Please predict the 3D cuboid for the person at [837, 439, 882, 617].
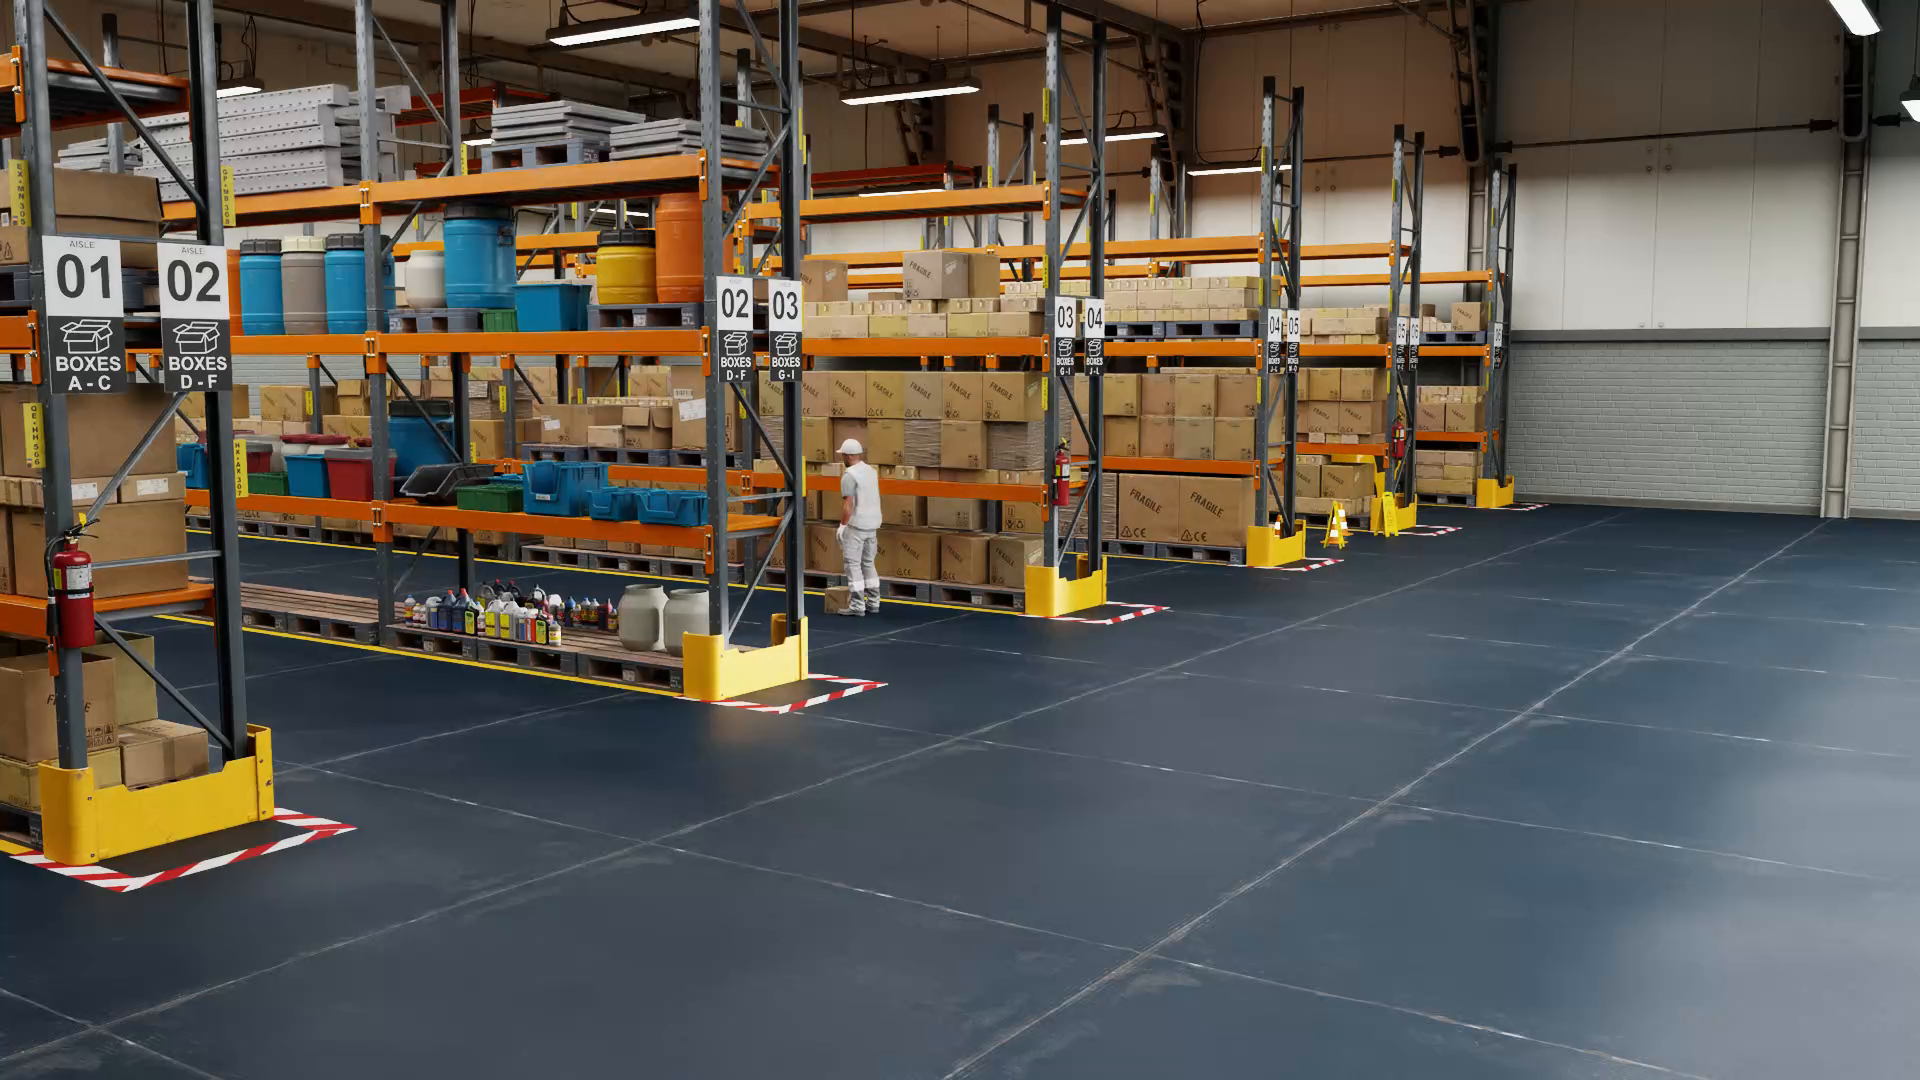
[{"bbox_3d":[-1.030,-0.128,16.831,0.454,1.779,0.609,4,7,33],"label":"person"}]
